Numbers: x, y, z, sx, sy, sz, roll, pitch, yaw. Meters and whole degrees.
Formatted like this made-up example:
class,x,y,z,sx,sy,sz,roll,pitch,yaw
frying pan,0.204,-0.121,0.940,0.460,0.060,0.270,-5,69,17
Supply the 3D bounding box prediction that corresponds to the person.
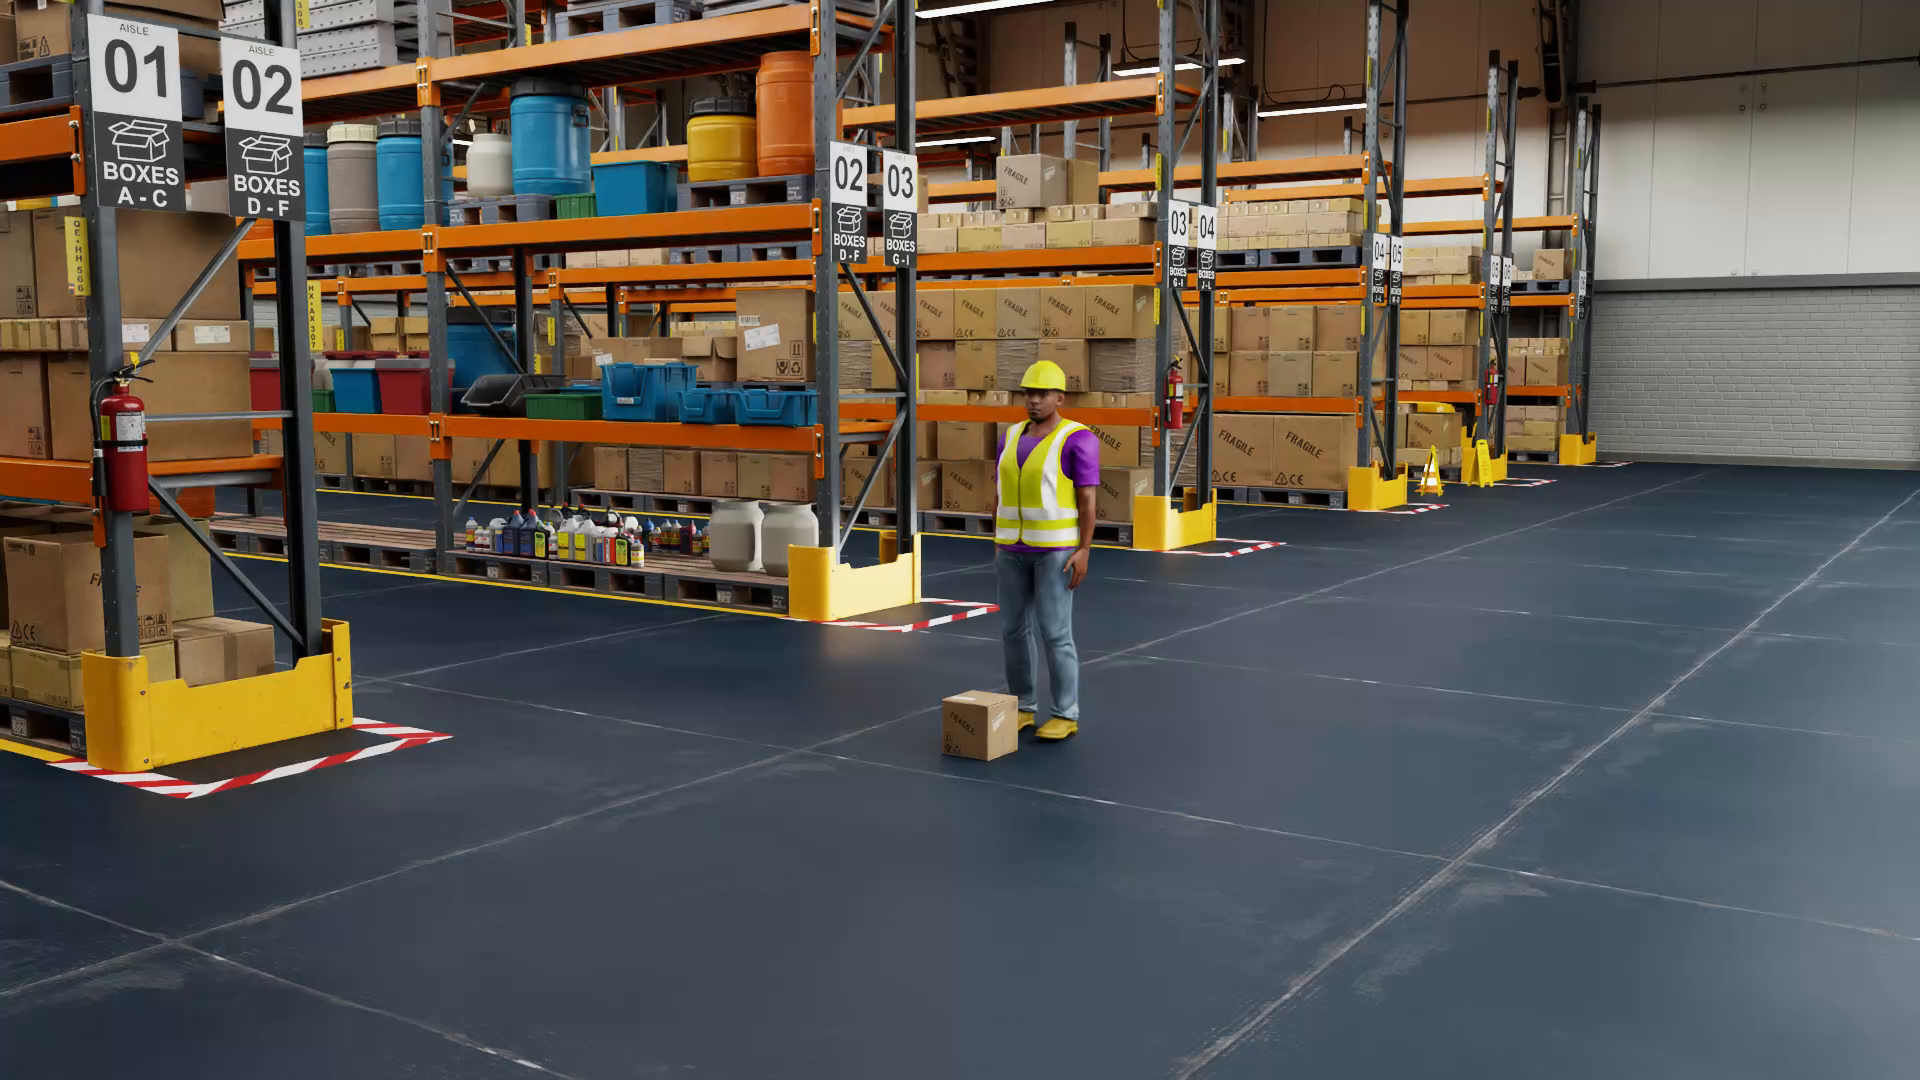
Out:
class,x,y,z,sx,sy,sz,roll,pitch,yaw
person,0.378,0.042,7.810,0.562,1.761,0.361,4,8,35
